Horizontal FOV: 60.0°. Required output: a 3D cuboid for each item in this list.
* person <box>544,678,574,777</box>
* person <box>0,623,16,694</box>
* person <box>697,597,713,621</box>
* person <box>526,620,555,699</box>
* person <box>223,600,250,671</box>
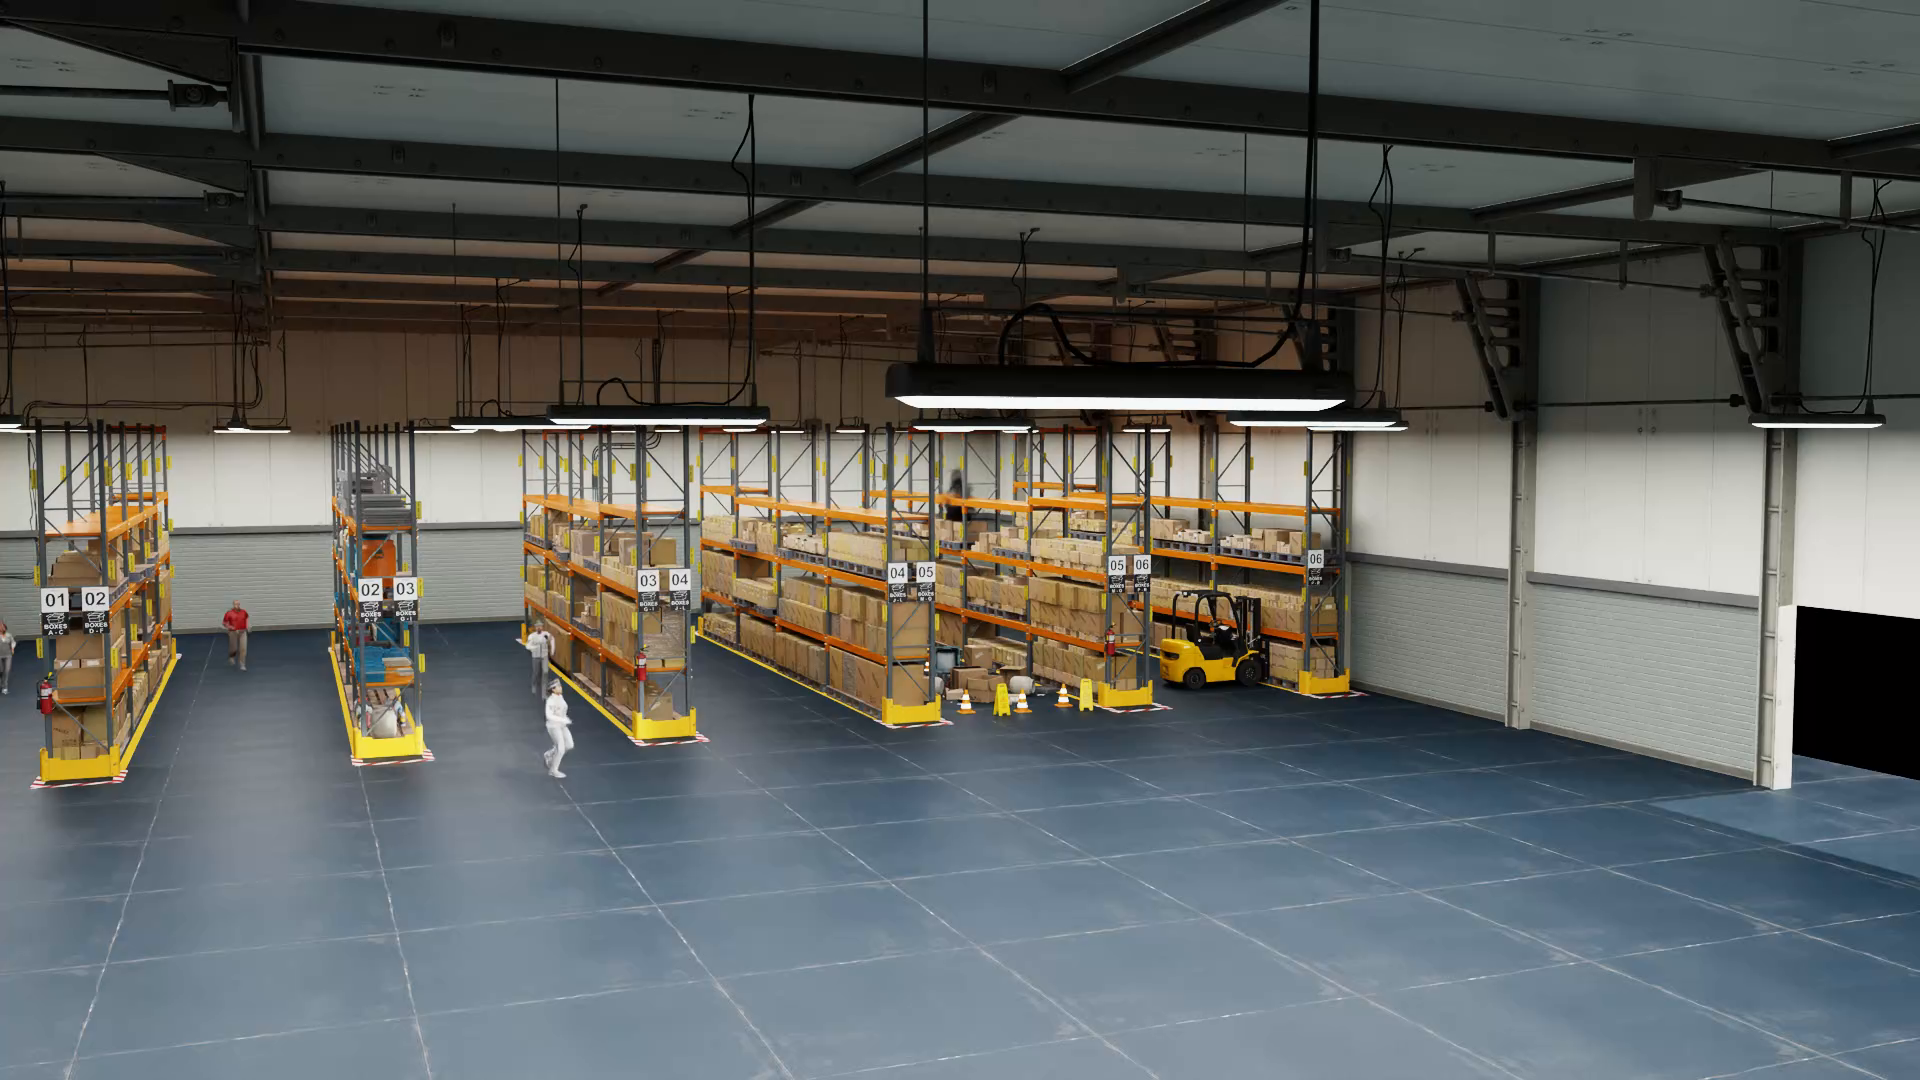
[{"bbox_3d":[-6.764,3.148,27.967,0.561,1.665,0.658,1,4,9],"label":"person"},{"bbox_3d":[-21.345,2.628,37.097,0.536,1.576,0.717,-3,5,-38],"label":"person"},{"bbox_3d":[-7.518,1.839,49.368,0.574,1.587,0.607,0,4,-8],"label":"person"},{"bbox_3d":[-9.204,2.600,36.503,0.622,1.740,0.878,-1,4,-18],"label":"person"},{"bbox_3d":[-17.701,2.328,40.742,0.663,1.721,0.901,-3,5,-38],"label":"person"}]
